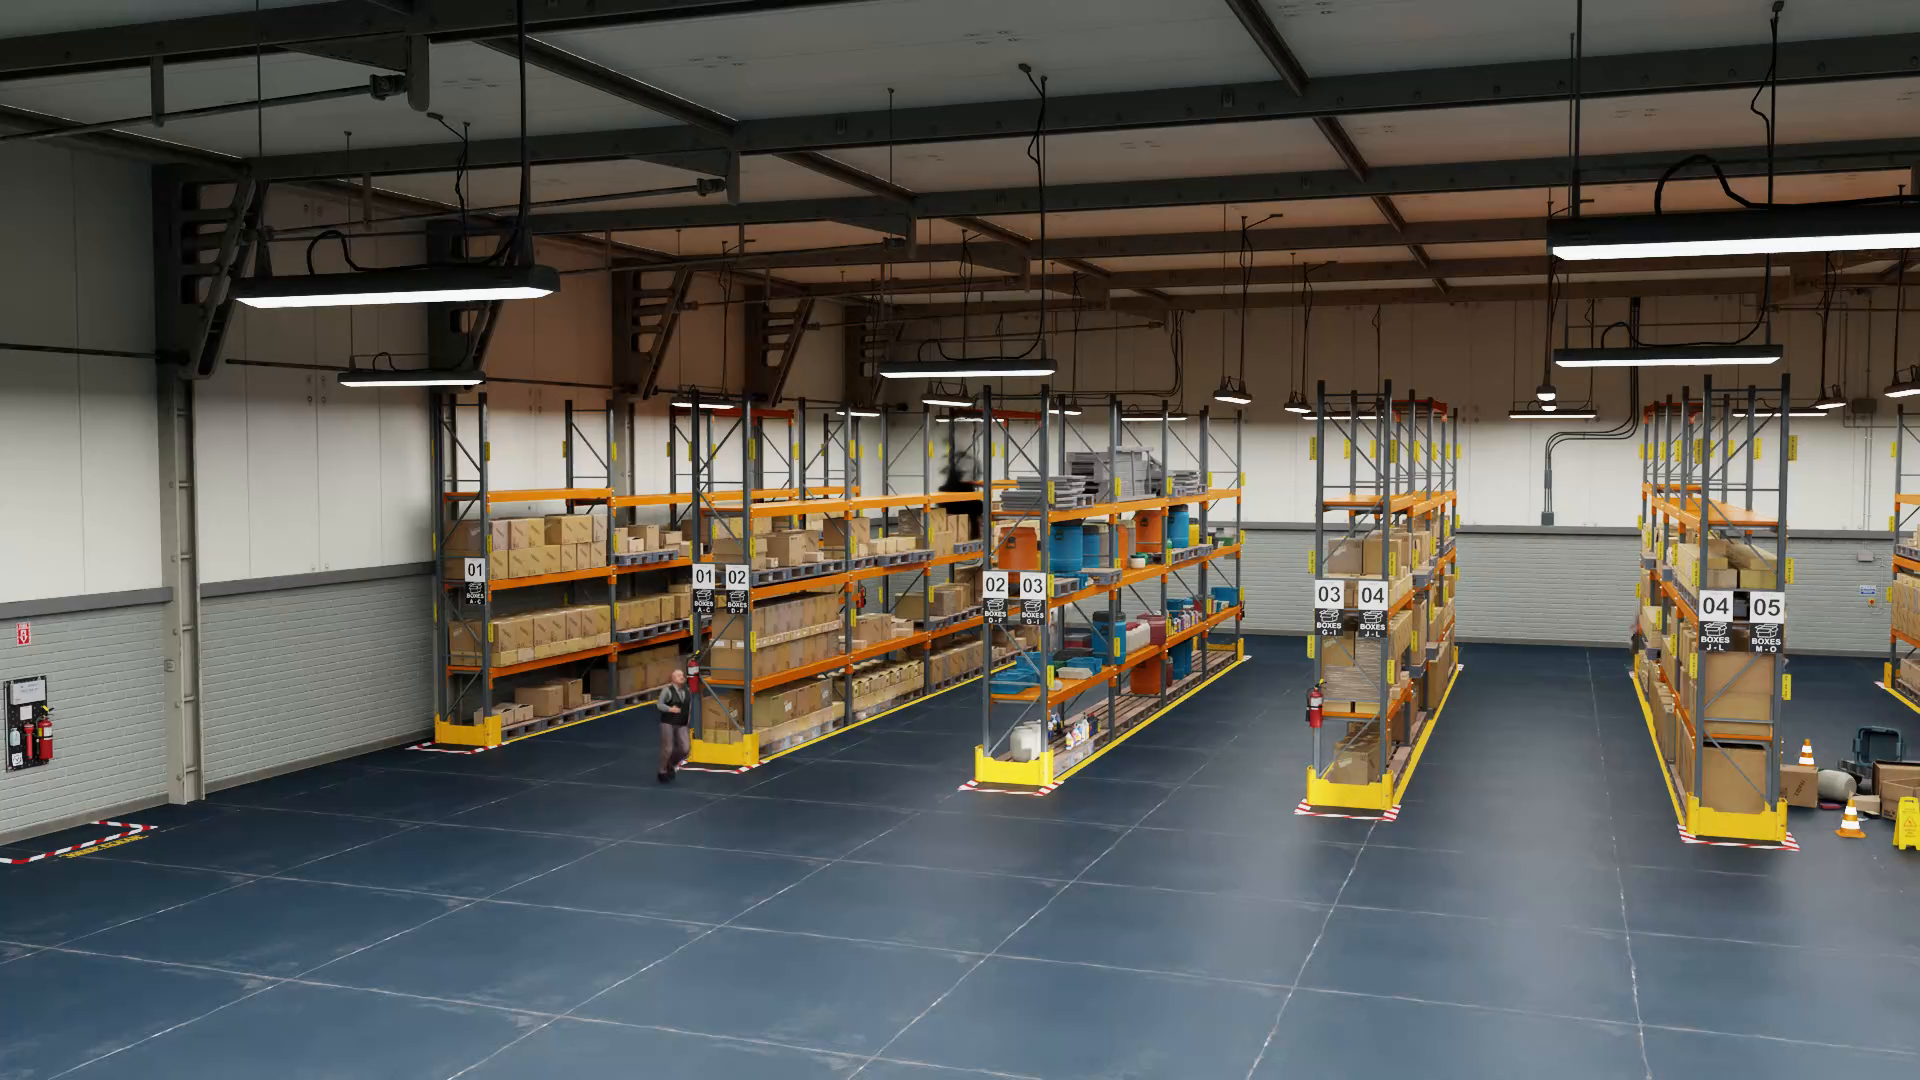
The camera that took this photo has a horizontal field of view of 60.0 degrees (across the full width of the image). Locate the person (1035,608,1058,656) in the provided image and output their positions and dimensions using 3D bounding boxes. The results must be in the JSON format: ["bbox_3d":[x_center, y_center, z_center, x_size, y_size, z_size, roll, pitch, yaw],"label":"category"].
[{"bbox_3d":[1.831,2.008,35.213,0.555,1.725,0.642,0,3,7],"label":"person"}]

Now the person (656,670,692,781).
[{"bbox_3d":[-4.276,2.816,25.242,0.669,1.687,0.636,-2,4,-37],"label":"person"}]

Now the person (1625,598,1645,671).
[{"bbox_3d":[15.588,2.116,37.853,0.873,1.760,0.745,0,3,-1],"label":"person"}]
